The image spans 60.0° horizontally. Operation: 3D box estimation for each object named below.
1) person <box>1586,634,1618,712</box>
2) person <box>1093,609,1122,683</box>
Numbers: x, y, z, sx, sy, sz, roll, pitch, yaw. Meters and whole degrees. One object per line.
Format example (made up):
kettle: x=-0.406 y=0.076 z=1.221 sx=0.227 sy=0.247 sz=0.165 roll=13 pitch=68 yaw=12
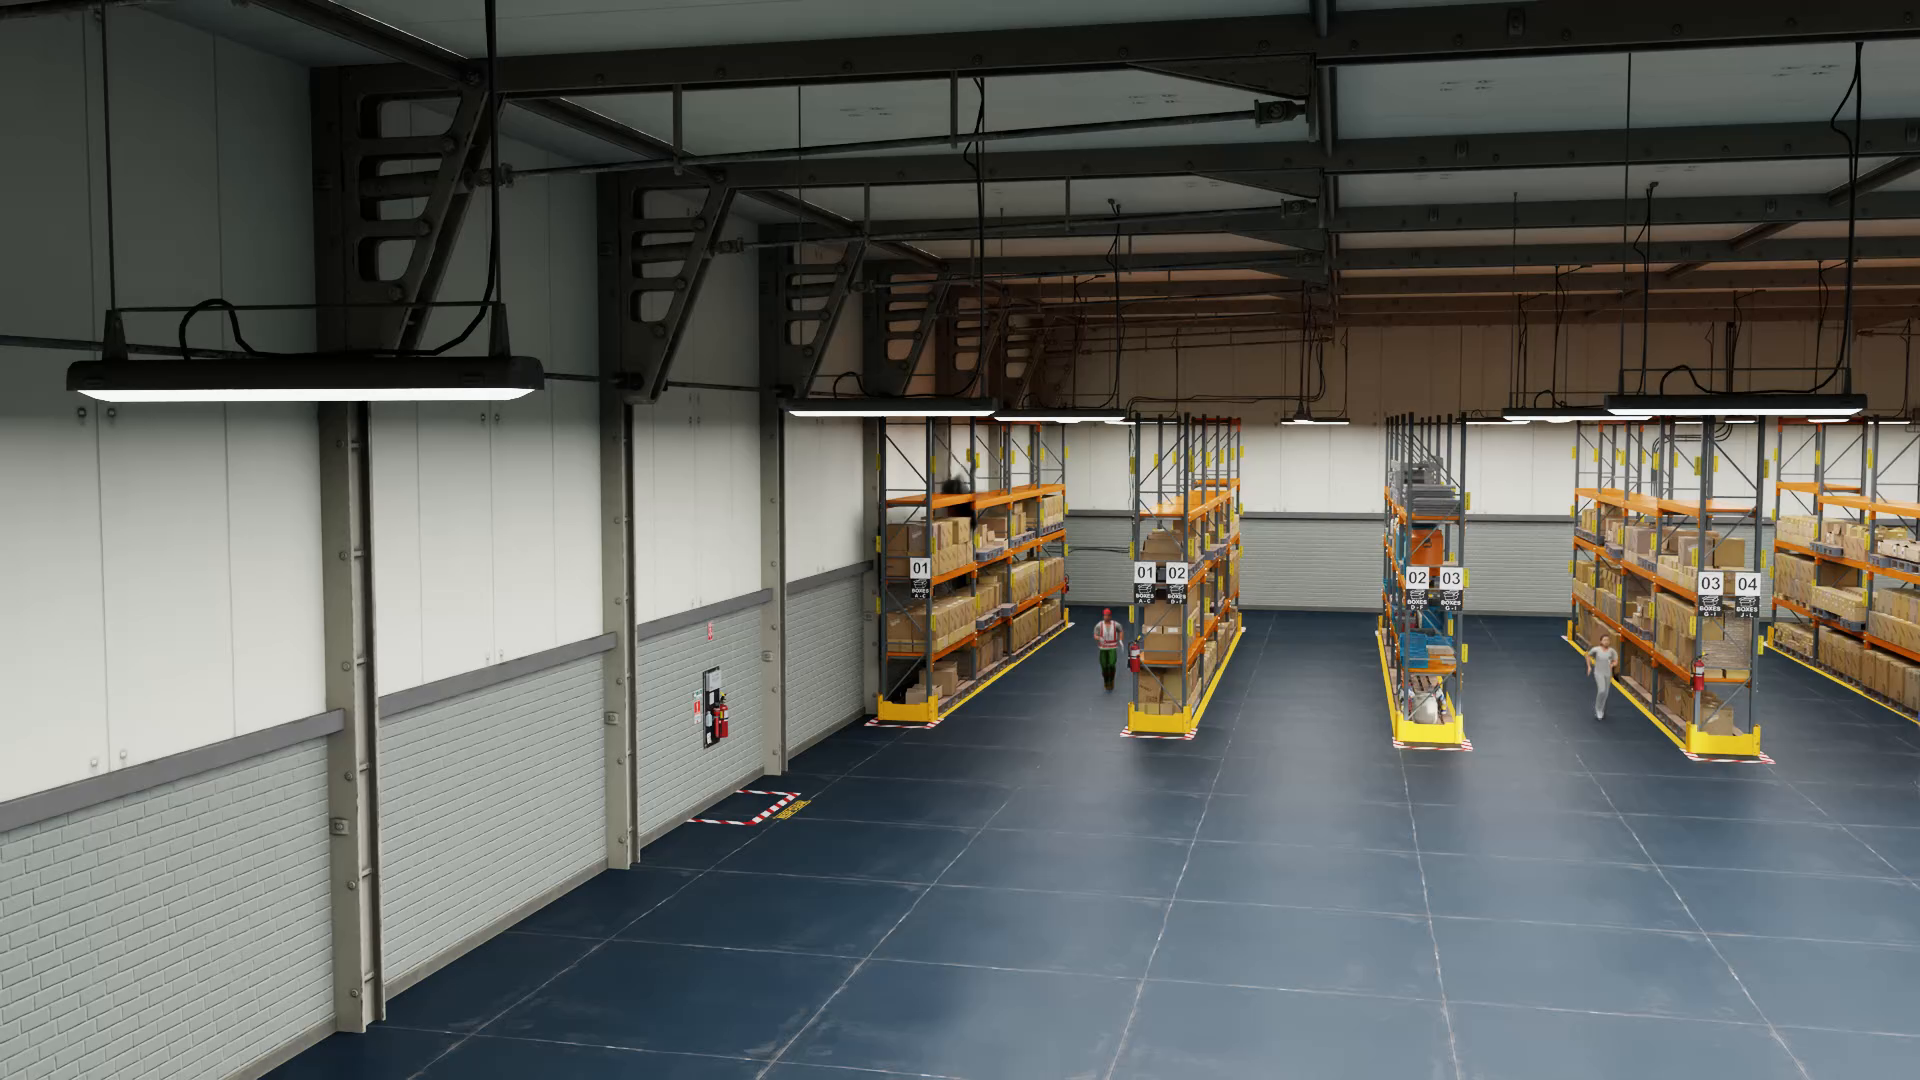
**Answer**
person: x=12.620 y=2.623 z=32.633 sx=0.527 sy=1.569 sz=0.773 roll=0 pitch=4 yaw=2
person: x=3.209 y=2.322 z=36.182 sx=0.601 sy=1.672 sz=0.681 roll=1 pitch=4 yaw=8
